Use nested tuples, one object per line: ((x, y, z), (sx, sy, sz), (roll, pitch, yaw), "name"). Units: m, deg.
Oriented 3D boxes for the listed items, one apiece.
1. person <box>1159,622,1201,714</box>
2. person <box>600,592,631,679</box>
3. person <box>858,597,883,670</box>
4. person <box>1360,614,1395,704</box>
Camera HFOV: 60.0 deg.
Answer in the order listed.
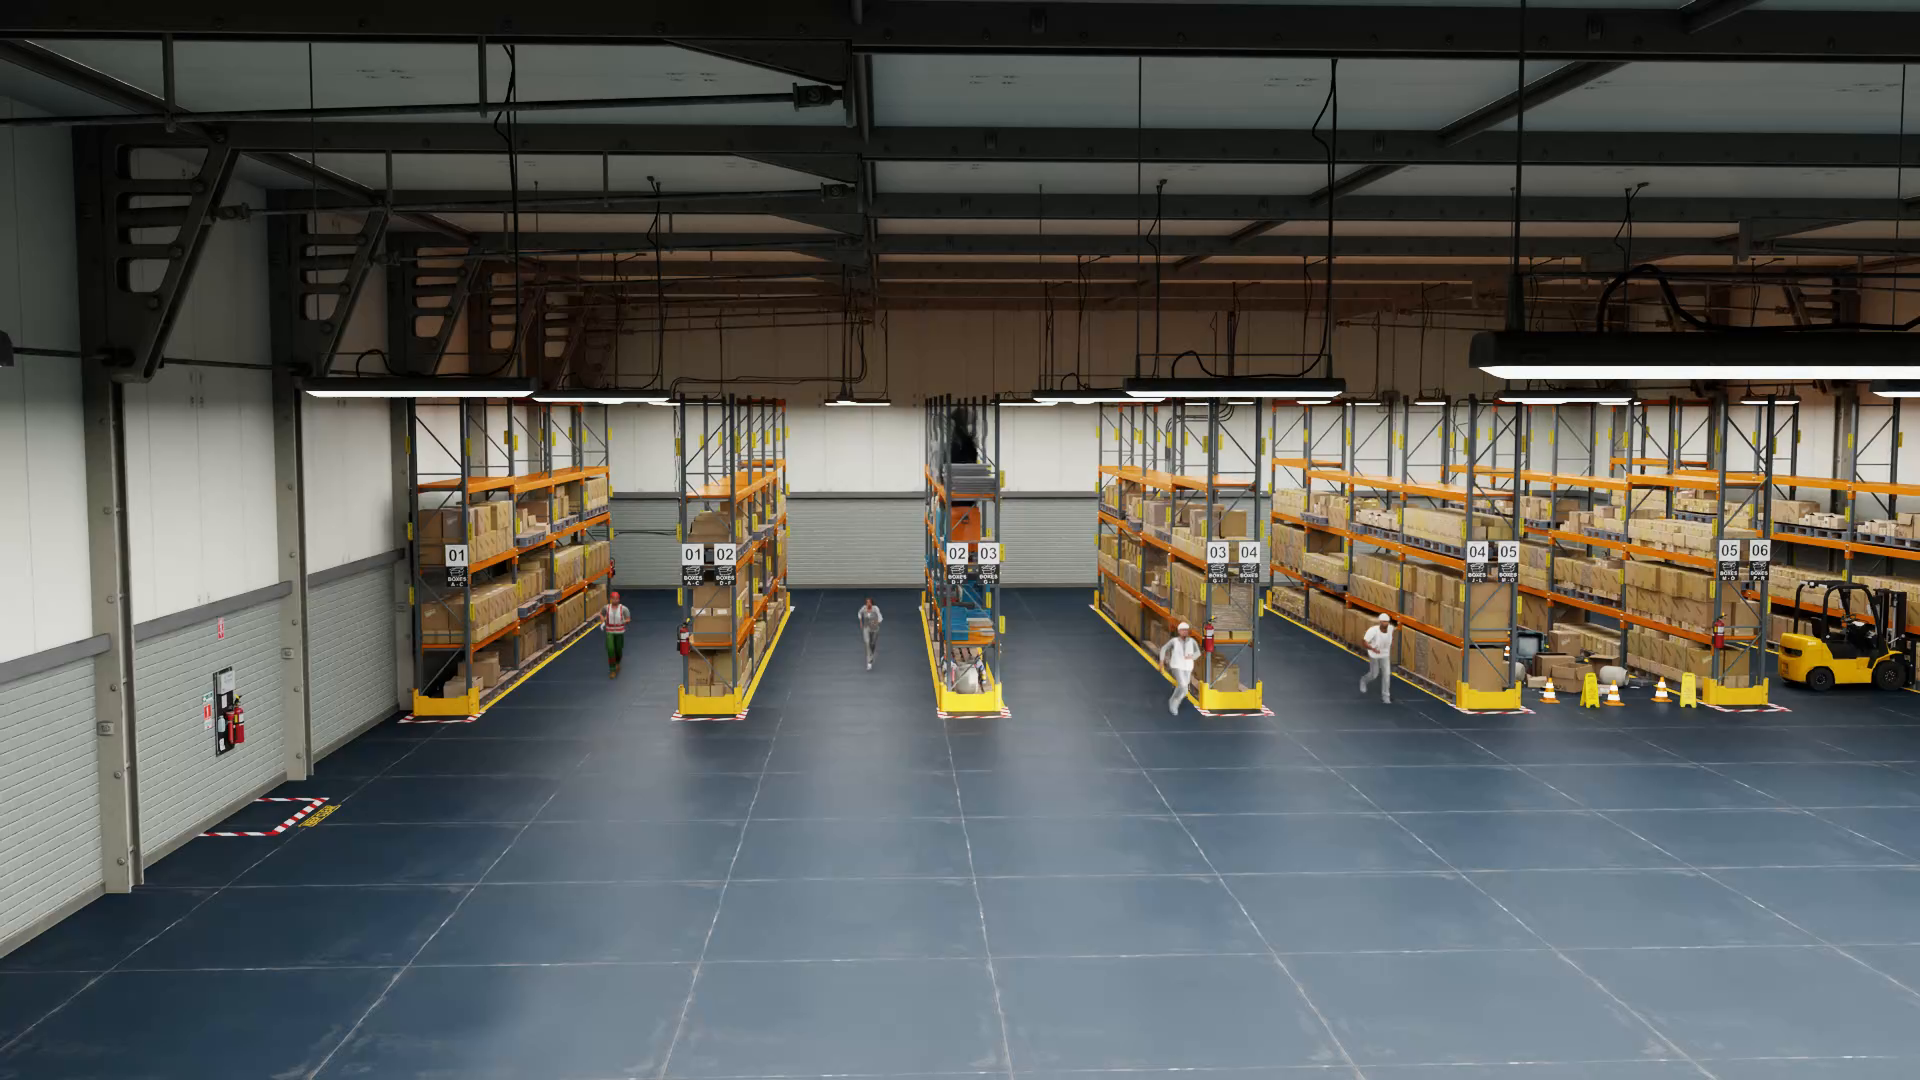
((4.143, 2.405, 31.122), (0.718, 1.734, 0.639), (-2, 5, -20), "person")
((-7.370, 2.002, 35.563), (0.652, 1.805, 0.983), (-1, 5, -12), "person")
((-1.984, 2.030, 36.861), (0.541, 1.587, 1.001), (0, 5, -3), "person")
((8.210, 2.284, 32.624), (0.734, 1.729, 1.072), (-1, 5, -18), "person")
